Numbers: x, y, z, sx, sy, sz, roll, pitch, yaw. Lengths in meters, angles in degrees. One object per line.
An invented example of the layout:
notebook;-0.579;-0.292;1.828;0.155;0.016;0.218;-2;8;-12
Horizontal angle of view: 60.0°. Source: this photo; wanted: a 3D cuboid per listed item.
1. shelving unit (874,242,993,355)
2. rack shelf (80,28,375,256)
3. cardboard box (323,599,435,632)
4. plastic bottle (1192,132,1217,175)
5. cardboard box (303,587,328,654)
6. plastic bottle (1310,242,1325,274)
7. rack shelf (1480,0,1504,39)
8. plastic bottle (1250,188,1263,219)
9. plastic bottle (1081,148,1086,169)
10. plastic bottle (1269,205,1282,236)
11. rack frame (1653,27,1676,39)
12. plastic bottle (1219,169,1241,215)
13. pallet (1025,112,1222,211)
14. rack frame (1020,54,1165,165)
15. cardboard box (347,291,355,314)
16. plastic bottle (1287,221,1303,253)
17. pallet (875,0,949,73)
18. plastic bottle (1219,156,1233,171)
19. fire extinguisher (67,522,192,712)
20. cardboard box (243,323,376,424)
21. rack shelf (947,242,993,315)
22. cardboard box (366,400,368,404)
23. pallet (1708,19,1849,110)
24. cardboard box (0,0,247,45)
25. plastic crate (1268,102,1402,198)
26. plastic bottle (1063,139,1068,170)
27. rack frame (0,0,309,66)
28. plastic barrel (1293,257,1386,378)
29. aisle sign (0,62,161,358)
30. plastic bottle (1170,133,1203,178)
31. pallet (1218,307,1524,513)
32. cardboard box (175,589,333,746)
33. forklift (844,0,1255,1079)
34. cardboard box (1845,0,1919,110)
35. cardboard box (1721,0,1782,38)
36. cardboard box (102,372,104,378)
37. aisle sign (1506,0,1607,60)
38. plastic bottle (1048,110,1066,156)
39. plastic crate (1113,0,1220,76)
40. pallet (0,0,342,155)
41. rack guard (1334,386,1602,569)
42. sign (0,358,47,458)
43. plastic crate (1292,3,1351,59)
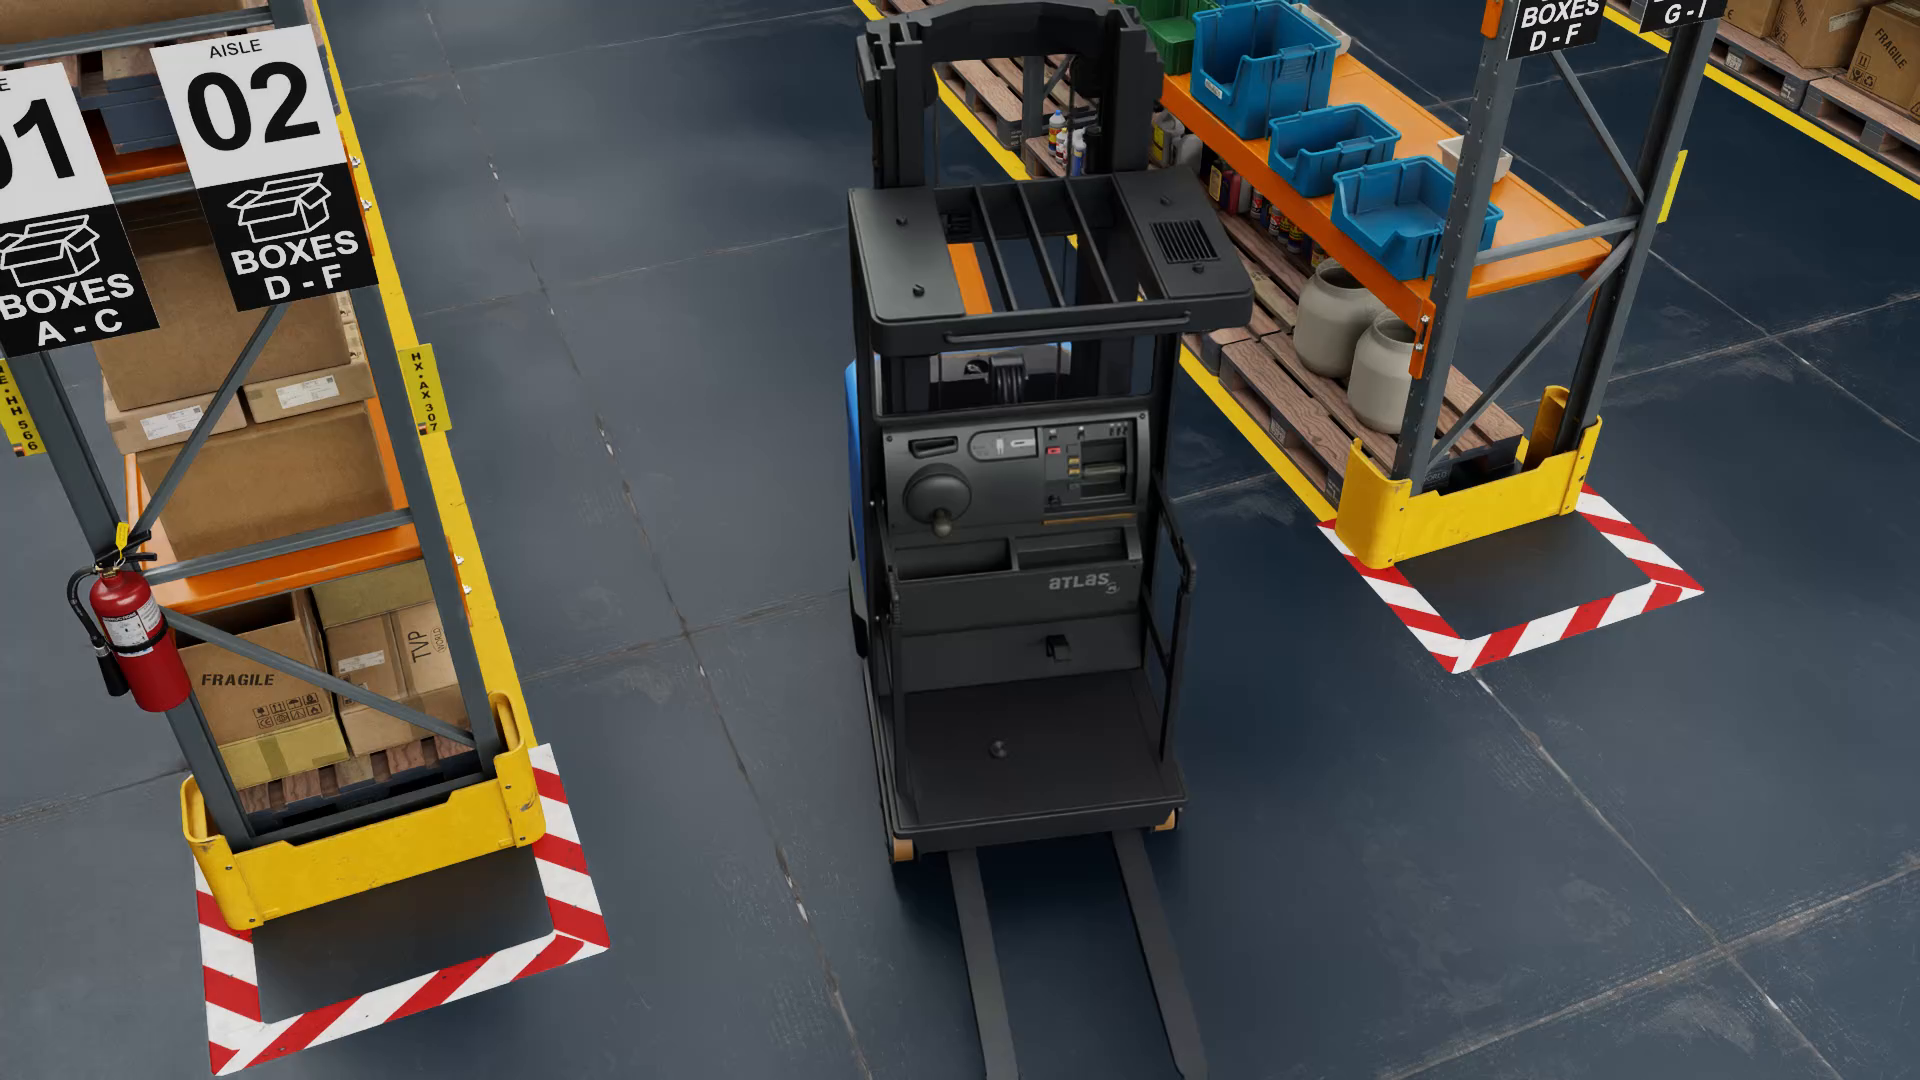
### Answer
shelving unit;-0.130;-0.788;7.722;0.538;1.125;1.048;-6;41;-6
rack shelf;-2.947;-2.043;5.995;1.077;0.370;4.000;-15;43;-17
cardboard box;-2.376;0.231;6.886;0.500;0.250;0.500;-15;43;-17
plastic bottle;1.451;-2.347;9.792;0.144;0.351;0.185;-17;44;-19
cardboard box;-2.863;0.362;6.733;0.500;0.250;0.500;-15;43;-17
plastic bottle;1.950;-1.545;8.973;0.097;0.201;0.097;0;41;0
rack shelf;1.631;-3.276;7.429;1.077;0.370;4.000;-15;43;-17
plastic bottle;1.704;-1.933;9.424;0.097;0.201;0.097;0;41;0
plastic bottle;0.791;-2.189;9.608;0.144;0.351;0.185;-14;43;-16
plastic bottle;1.783;-1.809;9.280;0.097;0.201;0.097;0;41;0
rack frame;5.441;-4.852;11.010;1.000;3.000;0.127;-15;43;-17
plastic bottle;1.535;-2.001;9.441;0.061;0.283;0.133;-15;43;-17
pallet;1.084;-2.144;10.000;1.003;0.211;1.213;-15;43;-17
rack frame;0.865;-3.616;9.574;1.000;3.000;0.127;-15;43;-17
cardboard box;-2.331;-0.856;5.790;0.380;0.149;0.250;-15;43;-17
plastic bottle;1.859;-1.716;9.118;0.097;0.271;0.097;0;41;0
pallet;0.058;-3.759;11.878;1.003;0.211;1.213;-15;43;-17
plastic bottle;1.575;-2.153;9.566;0.144;0.351;0.185;-15;43;-17
fire extinguisher;-2.566;0.243;5.145;0.296;0.674;0.183;-15;43;-17
cardboard box;-2.133;-0.547;5.430;0.380;0.149;0.250;-15;43;-17
rack shelf;-0.130;-1.010;7.531;0.538;0.278;1.000;-6;41;-6
cardboard box;-2.554;-0.611;6.002;0.700;0.500;0.500;-14;43;-16
pallet;5.731;-3.399;11.459;1.003;0.211;1.213;-15;43;-17
cardboard box;-2.398;-1.709;4.547;0.797;0.503;0.637;-12;42;-14
plastic crate;1.685;-1.770;7.540;0.499;0.251;0.408;-15;43;-17
plastic bottle;0.660;-2.298;9.850;0.097;0.201;0.097;0;41;0
rack frame;-2.182;-2.248;3.381;1.000;3.000;0.127;-15;43;-17
plastic barrel;1.882;-1.102;8.236;0.421;0.512;0.421;0;41;0
aisle sign;-2.428;-0.846;4.358;0.394;0.787;0.004;-15;43;-17
plastic bottle;1.324;-2.267;9.756;0.152;0.276;0.135;-15;43;-17
pallet;2.017;-0.674;8.291;1.003;0.211;1.213;-15;43;-17
cardboard box;-2.662;0.377;6.141;0.500;0.500;0.500;-15;43;-17
forklift;0.233;-0.154;5.600;1.130;2.935;3.031;-6;41;-6
cardboard box;6.094;-3.115;10.586;0.500;0.500;0.500;-19;44;-21
cardboard box;5.557;-3.813;11.397;0.500;0.500;0.500;-16;43;-18
cardboard box;-2.606;-0.597;5.488;0.380;0.149;0.250;-14;43;-16
aisle sign;2.149;-2.075;5.787;0.394;0.787;0.004;-15;43;-17
plastic bottle;0.582;-2.447;9.969;0.097;0.271;0.097;0;41;0
plastic crate;1.124;-2.648;8.610;0.450;0.188;0.662;-15;43;-17
pallet;-2.429;-1.510;4.891;1.003;0.211;1.213;-15;43;-17
rack guard;2.323;-0.293;7.626;1.175;0.500;0.348;-15;43;-17
sign;-2.689;-0.375;4.735;0.100;0.325;0.005;-15;43;-17
plastic crate;1.721;-2.601;8.596;0.530;0.136;0.437;-15;43;-17
